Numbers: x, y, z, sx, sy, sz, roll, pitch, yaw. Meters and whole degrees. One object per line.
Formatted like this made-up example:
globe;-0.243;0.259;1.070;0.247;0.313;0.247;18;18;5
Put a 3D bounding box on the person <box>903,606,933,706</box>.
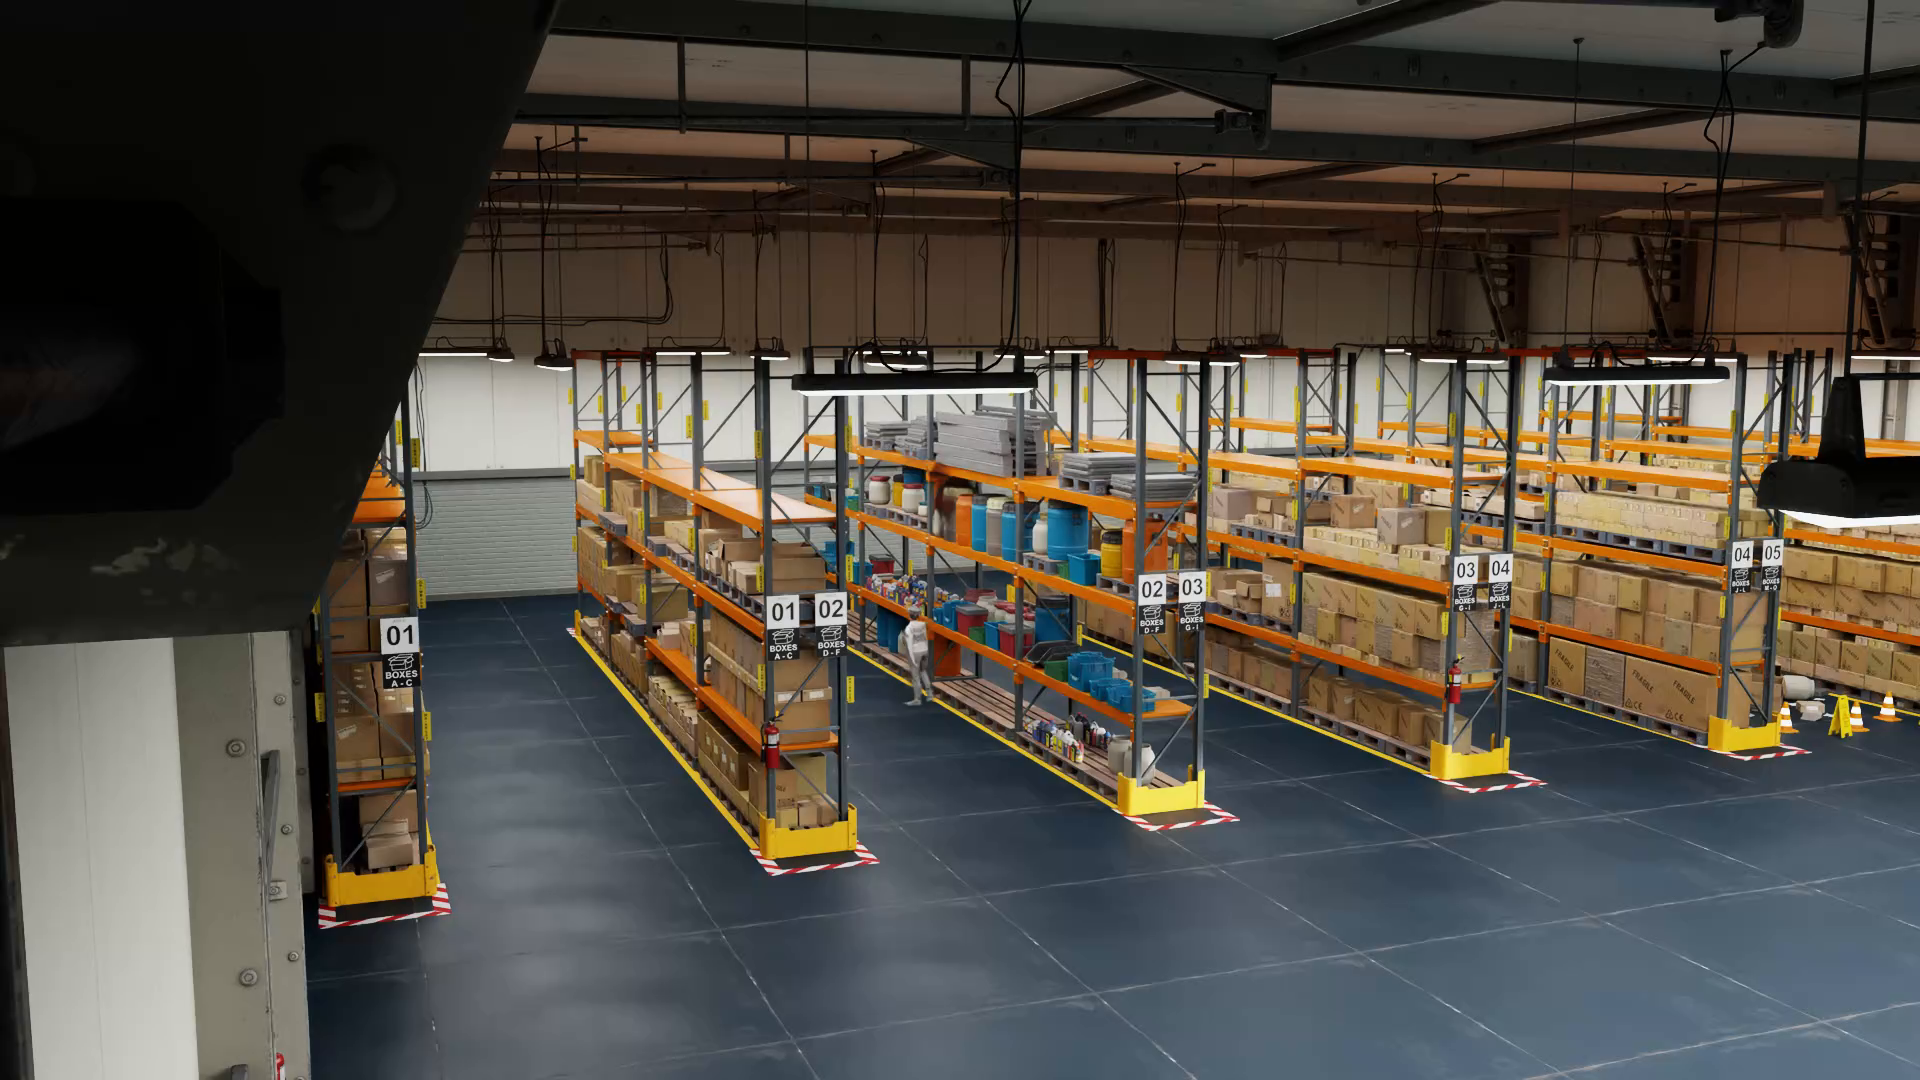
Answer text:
person;-0.717;1.968;28.296;0.447;1.678;0.551;4;8;32
